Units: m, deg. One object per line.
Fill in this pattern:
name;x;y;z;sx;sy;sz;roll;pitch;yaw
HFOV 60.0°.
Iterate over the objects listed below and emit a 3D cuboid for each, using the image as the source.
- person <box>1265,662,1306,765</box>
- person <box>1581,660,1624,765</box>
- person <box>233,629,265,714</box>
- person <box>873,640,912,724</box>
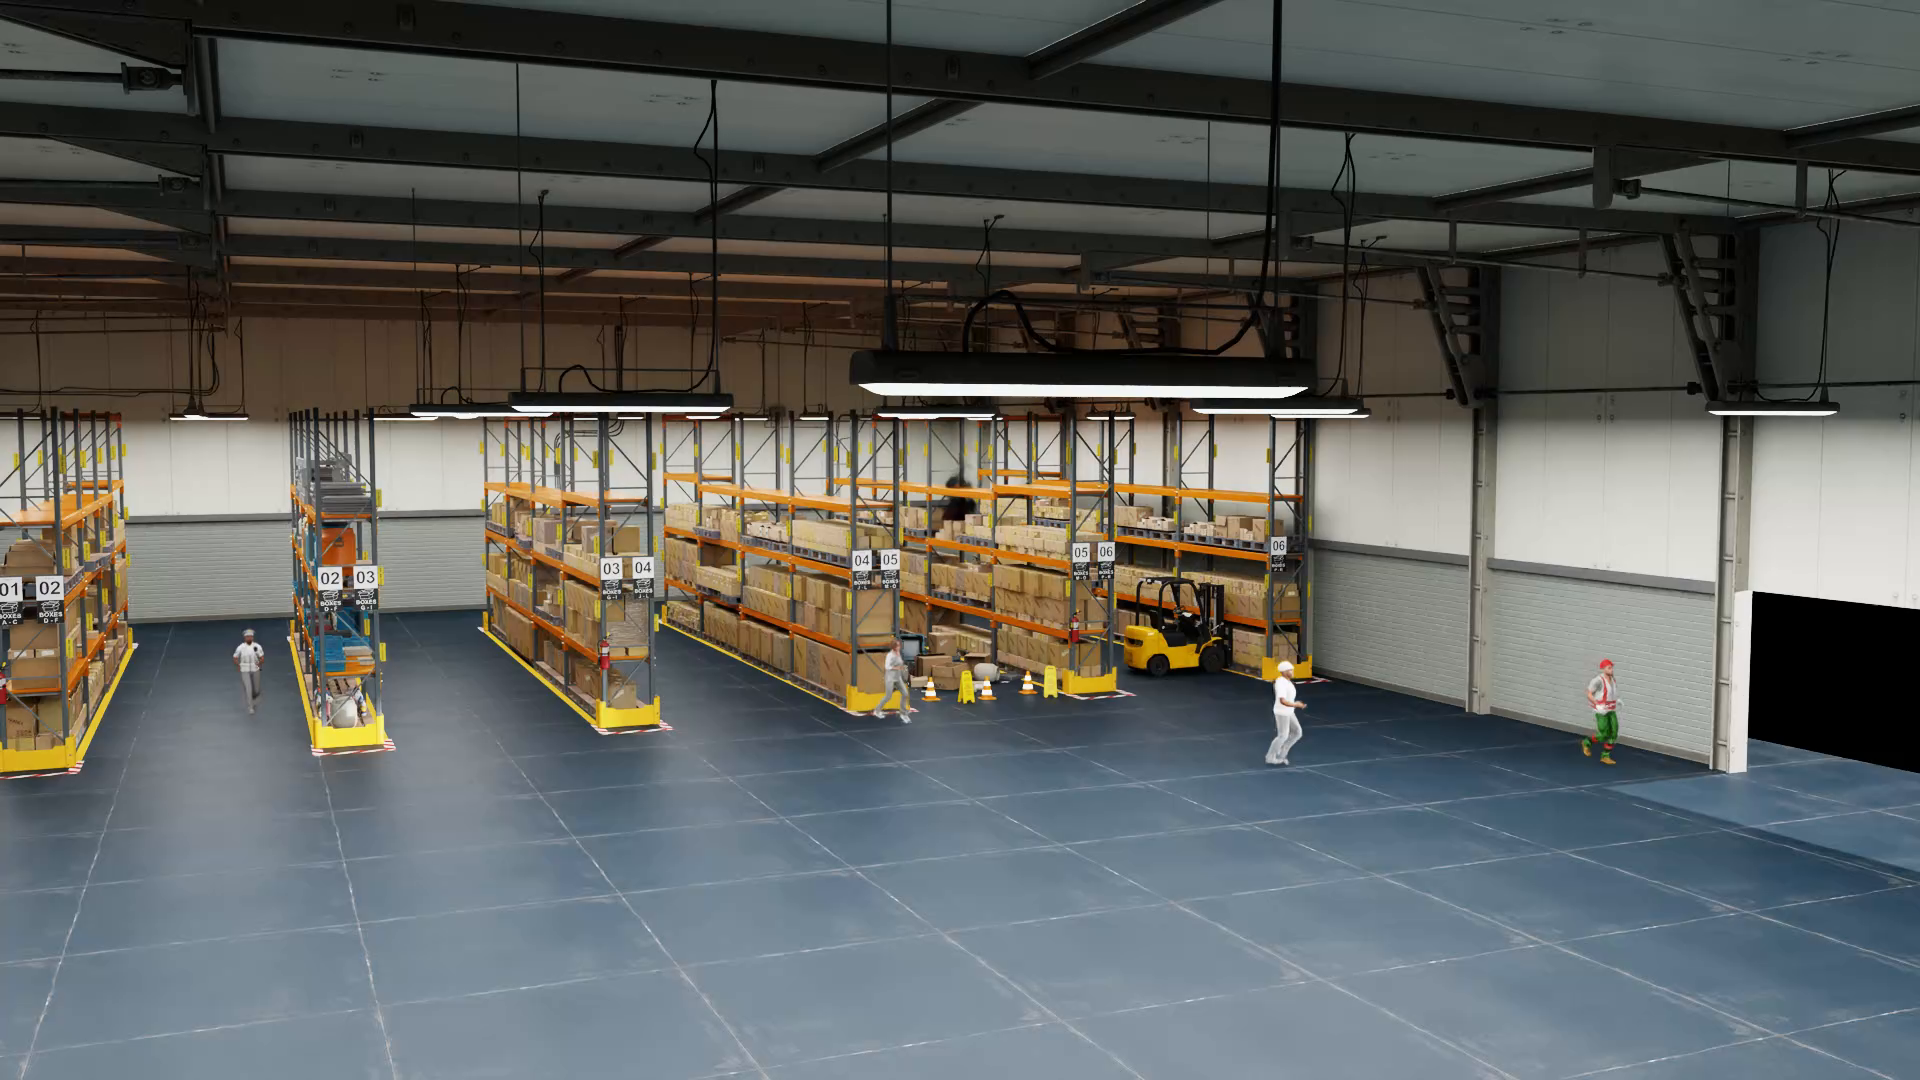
person;5.458;2.911;27.764;0.684;1.779;0.734;2;4;22
person;10.854;2.884;28.084;0.681;1.760;0.633;-2;5;-30
person;-14.067;2.590;32.911;0.580;1.650;0.701;-2;5;-29
person;-1.311;2.712;31.831;0.802;1.608;0.563;3;5;32
